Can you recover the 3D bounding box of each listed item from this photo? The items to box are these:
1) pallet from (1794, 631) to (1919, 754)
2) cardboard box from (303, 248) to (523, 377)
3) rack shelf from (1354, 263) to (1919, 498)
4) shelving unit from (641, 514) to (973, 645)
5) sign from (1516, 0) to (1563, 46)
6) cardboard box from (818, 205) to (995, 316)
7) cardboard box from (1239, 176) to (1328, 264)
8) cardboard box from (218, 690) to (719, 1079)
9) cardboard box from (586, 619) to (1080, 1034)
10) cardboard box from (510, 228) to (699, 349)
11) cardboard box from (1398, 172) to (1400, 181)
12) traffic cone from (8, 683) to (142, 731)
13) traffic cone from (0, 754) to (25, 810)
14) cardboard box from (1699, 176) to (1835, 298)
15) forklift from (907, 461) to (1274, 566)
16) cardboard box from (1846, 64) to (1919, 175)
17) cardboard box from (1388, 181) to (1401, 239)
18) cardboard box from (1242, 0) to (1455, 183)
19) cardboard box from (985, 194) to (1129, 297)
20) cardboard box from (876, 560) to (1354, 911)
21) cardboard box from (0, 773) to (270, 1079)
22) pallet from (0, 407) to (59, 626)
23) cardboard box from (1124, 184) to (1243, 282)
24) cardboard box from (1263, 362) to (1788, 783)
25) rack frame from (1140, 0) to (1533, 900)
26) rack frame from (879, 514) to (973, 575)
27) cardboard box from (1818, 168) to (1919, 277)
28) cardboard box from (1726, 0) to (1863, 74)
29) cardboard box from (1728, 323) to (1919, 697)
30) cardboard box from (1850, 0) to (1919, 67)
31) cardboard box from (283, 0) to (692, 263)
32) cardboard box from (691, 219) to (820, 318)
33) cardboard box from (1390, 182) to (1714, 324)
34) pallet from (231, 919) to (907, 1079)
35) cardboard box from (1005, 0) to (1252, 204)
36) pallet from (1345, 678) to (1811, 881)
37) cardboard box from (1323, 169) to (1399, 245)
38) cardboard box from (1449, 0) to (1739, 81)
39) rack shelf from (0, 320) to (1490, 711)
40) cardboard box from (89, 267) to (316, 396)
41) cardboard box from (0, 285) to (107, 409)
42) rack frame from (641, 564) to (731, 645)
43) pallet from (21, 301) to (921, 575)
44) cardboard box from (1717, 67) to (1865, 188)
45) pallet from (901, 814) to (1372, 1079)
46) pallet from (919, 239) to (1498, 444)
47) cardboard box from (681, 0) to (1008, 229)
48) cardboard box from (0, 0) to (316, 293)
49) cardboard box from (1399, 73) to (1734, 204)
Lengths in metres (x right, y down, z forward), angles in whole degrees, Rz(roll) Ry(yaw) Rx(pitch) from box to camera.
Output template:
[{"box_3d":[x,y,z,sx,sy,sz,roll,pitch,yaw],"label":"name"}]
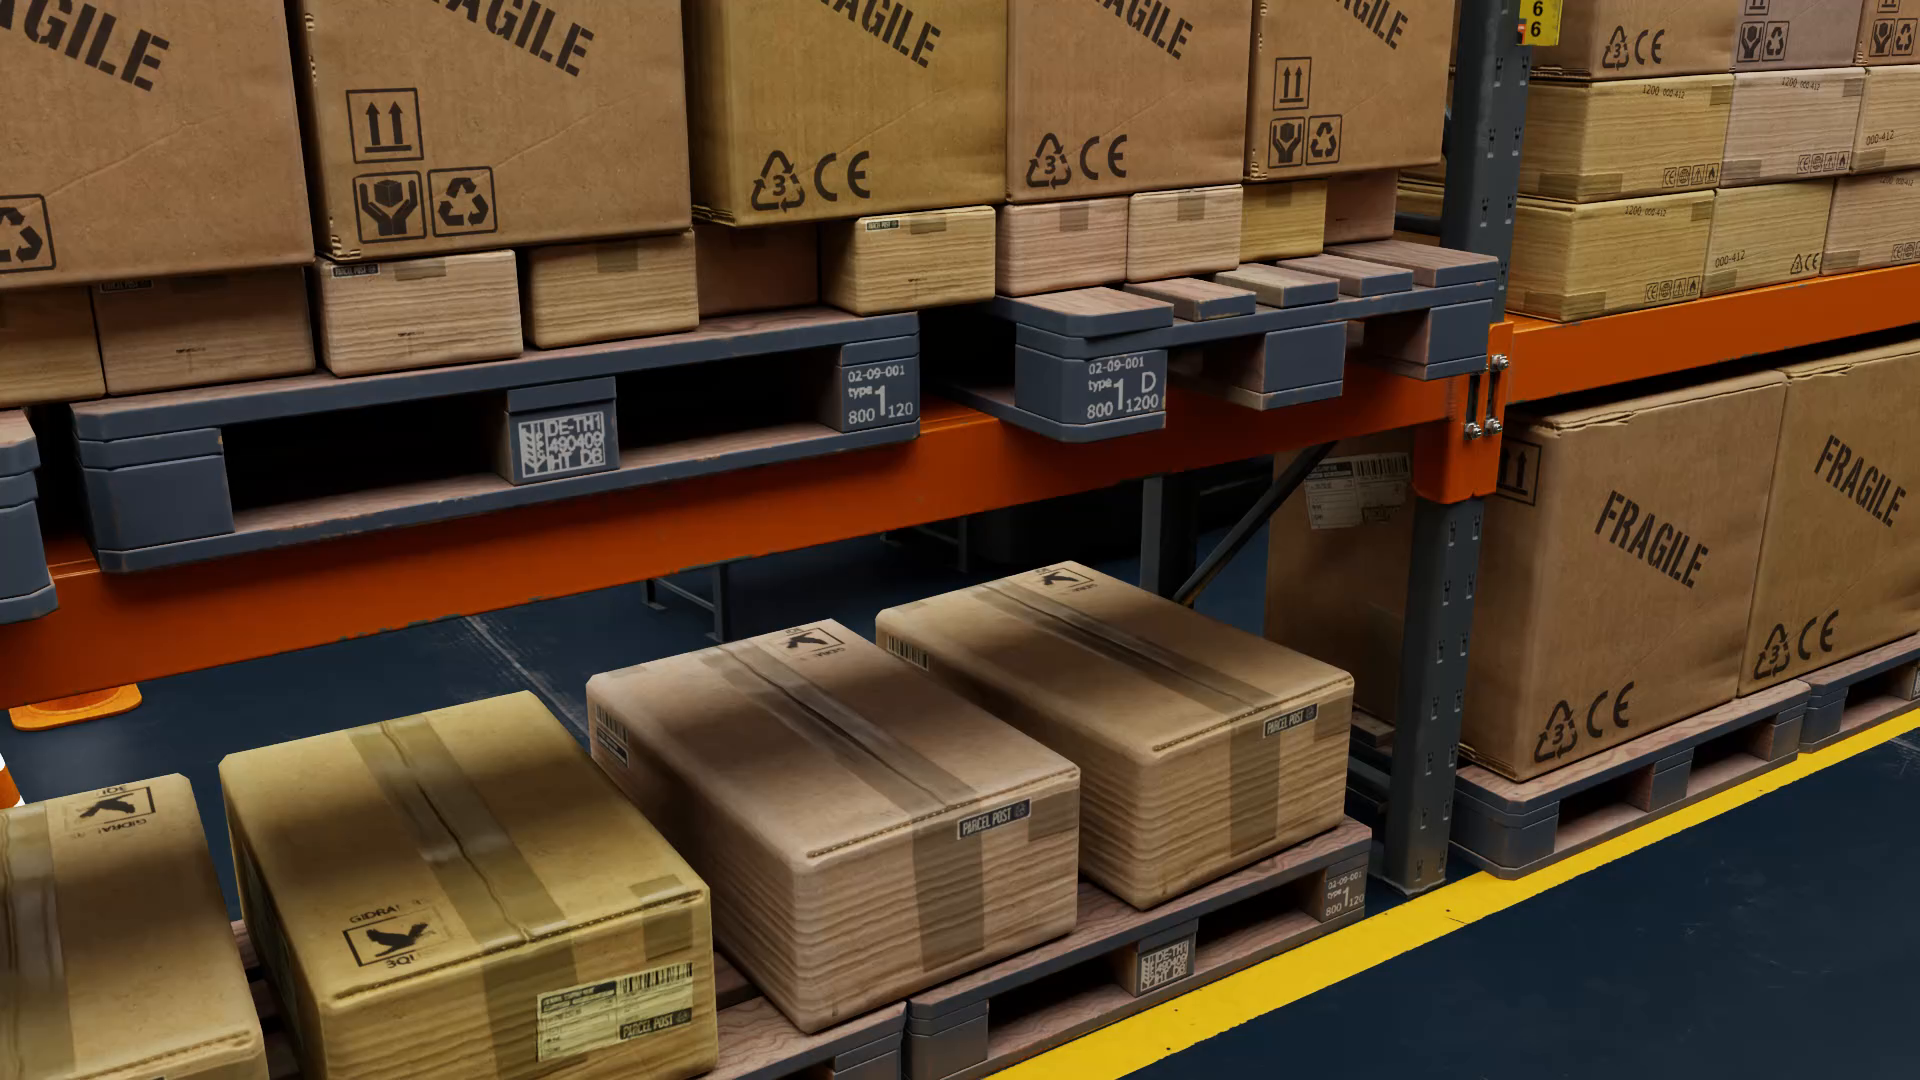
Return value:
[{"box_3d":[2.521,0.248,5.183,1.213,0.211,1.003,-12,22,-31],"label":"pallet"},{"box_3d":[-0.798,-0.351,2.337,0.250,0.149,0.380,-11,22,-29],"label":"cardboard box"},{"box_3d":[2.474,-0.753,4.910,4.000,0.370,1.077,-12,22,-31],"label":"rack shelf"},{"box_3d":[-0.514,-0.545,5.516,1.048,1.500,0.538,-15,24,-38],"label":"shelving unit"},{"box_3d":[1.110,-1.109,3.156,0.005,0.325,0.100,-12,22,-31],"label":"sign"},{"box_3d":[-0.148,-0.483,2.726,0.250,0.149,0.380,-11,22,-30],"label":"cardboard box"},{"box_3d":[0.475,-0.634,3.172,0.250,0.149,0.380,-12,22,-31],"label":"cardboard box"},{"box_3d":[-0.922,0.666,3.039,0.625,0.372,0.950,-11,22,-30],"label":"cardboard box"},{"box_3d":[-0.286,0.534,3.429,0.625,0.372,0.950,-12,22,-32],"label":"cardboard box"},{"box_3d":[-0.591,-0.406,2.499,0.250,0.149,0.380,-13,22,-33],"label":"cardboard box"},{"box_3d":[1.068,-1.060,4.150,0.500,0.250,0.500,-12,22,-32],"label":"cardboard box"},{"box_3d":[-2.579,0.254,4.771,0.334,0.463,0.336,-12,22,-31],"label":"traffic cone"},{"box_3d":[-2.272,0.572,3.829,0.334,0.463,0.336,-12,22,-31],"label":"traffic cone"},{"box_3d":[1.770,-0.784,4.115,0.500,0.250,0.500,-13,22,-33],"label":"cardboard box"},{"box_3d":[0.995,-1.663,6.587,3.031,2.935,1.130,-15,24,-38],"label":"forklift"},{"box_3d":[2.218,-1.105,4.284,0.500,0.250,0.500,-12,22,-32],"label":"cardboard box"},{"box_3d":[1.083,-0.829,4.246,0.500,0.250,0.500,-13,23,-33],"label":"cardboard box"},{"box_3d":[0.577,-0.974,3.165,0.500,0.500,0.500,-13,22,-33],"label":"cardboard box"},{"box_3d":[0.075,-0.535,2.881,0.250,0.149,0.380,-13,23,-34],"label":"cardboard box"},{"box_3d":[0.326,0.402,3.820,0.625,0.372,0.950,-14,23,-35],"label":"cardboard box"},{"box_3d":[-1.502,0.789,2.675,0.625,0.372,0.950,-10,21,-28],"label":"cardboard box"},{"box_3d":[-1.819,-0.041,1.983,1.213,0.211,1.003,-12,22,-31],"label":"pallet"},{"box_3d":[0.289,-0.577,3.006,0.250,0.149,0.380,-12,22,-32],"label":"cardboard box"},{"box_3d":[1.426,-0.033,4.320,0.875,0.875,0.875,-12,22,-32],"label":"cardboard box"},{"box_3d":[0.803,-0.741,3.753,0.127,3.000,1.000,-12,22,-31],"label":"rack frame"},{"box_3d":[-0.129,-0.651,5.830,0.032,1.500,0.500,-15,24,-38],"label":"rack frame"},{"box_3d":[2.211,-0.875,4.383,0.500,0.250,0.500,-11,22,-30],"label":"cardboard box"},{"box_3d":[1.759,-1.373,3.907,0.500,0.500,0.500,-12,22,-31],"label":"cardboard box"},{"box_3d":[2.173,-0.189,4.782,0.875,0.875,0.875,-12,22,-31],"label":"cardboard box"},{"box_3d":[2.199,-1.460,4.164,0.500,0.500,0.500,-11,22,-30],"label":"cardboard box"},{"box_3d":[-0.726,-0.695,2.340,0.500,0.500,0.500,-13,23,-34],"label":"cardboard box"},{"box_3d":[-0.427,-0.472,2.695,0.250,0.149,0.380,-12,22,-31],"label":"cardboard box"},{"box_3d":[1.351,-0.689,3.833,0.500,0.250,0.500,-12,22,-32],"label":"cardboard box"},{"box_3d":[-0.868,0.931,3.162,1.213,0.211,1.003,-12,22,-31],"label":"pallet"},{"box_3d":[0.151,-0.880,2.887,0.500,0.500,0.500,-12,22,-32],"label":"cardboard box"},{"box_3d":[1.503,0.461,4.551,1.213,0.211,1.003,-12,22,-31],"label":"pallet"},{"box_3d":[0.659,-0.700,3.369,0.250,0.149,0.380,-11,22,-29],"label":"cardboard box"},{"box_3d":[1.350,-1.284,3.640,0.500,0.500,0.500,-13,22,-33],"label":"cardboard box"},{"box_3d":[-0.867,-0.048,2.826,4.000,0.370,1.077,-12,22,-31],"label":"rack shelf"},{"box_3d":[-1.049,-0.318,2.240,0.250,0.149,0.380,-12,22,-31],"label":"cardboard box"},{"box_3d":[-1.256,-0.275,2.112,0.250,0.149,0.380,-12,22,-31],"label":"cardboard box"},{"box_3d":[-0.900,-0.439,5.201,0.032,1.500,0.500,-15,24,-38],"label":"rack frame"},{"box_3d":[-0.827,-0.291,2.720,1.213,0.211,1.003,-12,22,-31],"label":"pallet"},{"box_3d":[1.795,-1.021,4.034,0.500,0.250,0.500,-11,22,-30],"label":"cardboard box"},{"box_3d":[0.150,0.717,3.794,1.213,0.211,1.003,-12,22,-31],"label":"pallet"},{"box_3d":[0.267,-0.496,3.328,1.003,0.211,1.213,-12,22,-31],"label":"pallet"},{"box_3d":[-0.270,-0.791,2.623,0.500,0.500,0.500,-14,23,-35],"label":"cardboard box"},{"box_3d":[-1.150,-0.601,2.064,0.500,0.500,0.500,-12,22,-32],"label":"cardboard box"},{"box_3d":[1.362,-0.930,3.766,0.500,0.250,0.500,-12,22,-32],"label":"cardboard box"}]
